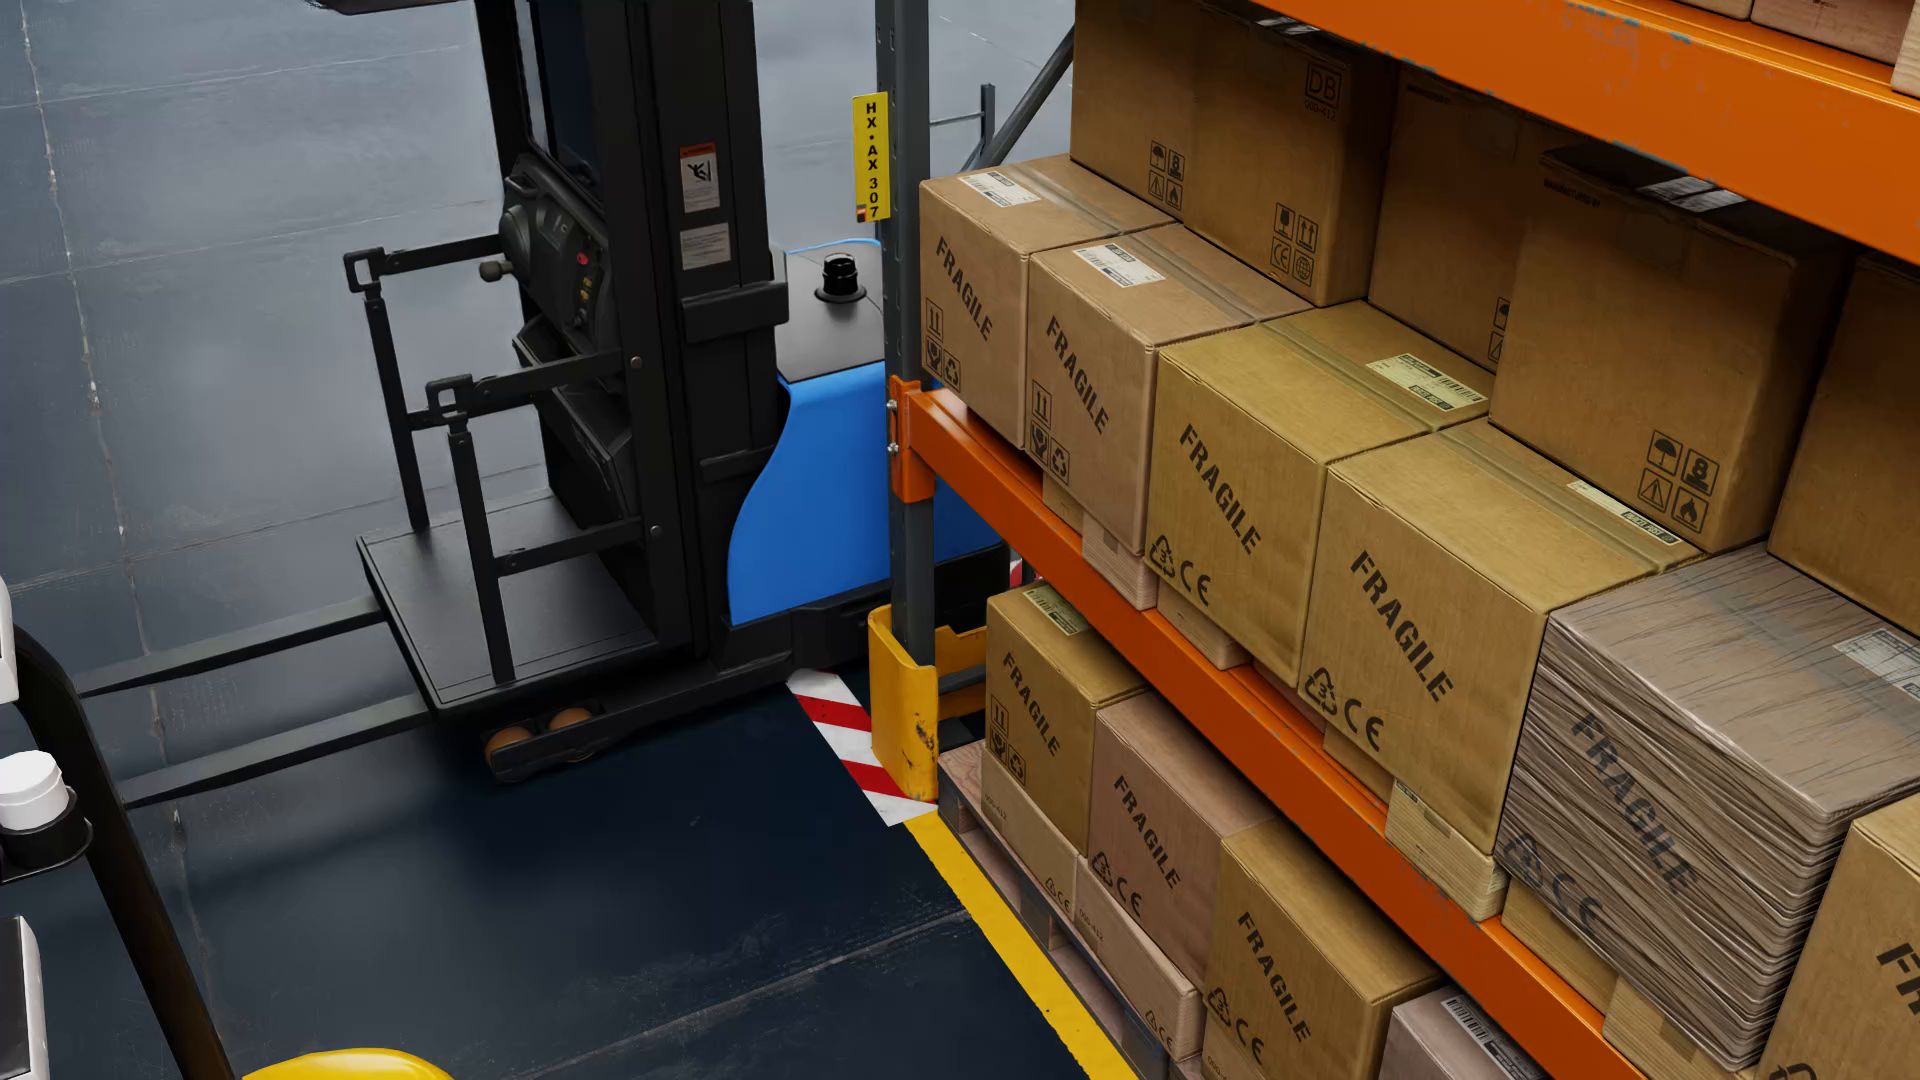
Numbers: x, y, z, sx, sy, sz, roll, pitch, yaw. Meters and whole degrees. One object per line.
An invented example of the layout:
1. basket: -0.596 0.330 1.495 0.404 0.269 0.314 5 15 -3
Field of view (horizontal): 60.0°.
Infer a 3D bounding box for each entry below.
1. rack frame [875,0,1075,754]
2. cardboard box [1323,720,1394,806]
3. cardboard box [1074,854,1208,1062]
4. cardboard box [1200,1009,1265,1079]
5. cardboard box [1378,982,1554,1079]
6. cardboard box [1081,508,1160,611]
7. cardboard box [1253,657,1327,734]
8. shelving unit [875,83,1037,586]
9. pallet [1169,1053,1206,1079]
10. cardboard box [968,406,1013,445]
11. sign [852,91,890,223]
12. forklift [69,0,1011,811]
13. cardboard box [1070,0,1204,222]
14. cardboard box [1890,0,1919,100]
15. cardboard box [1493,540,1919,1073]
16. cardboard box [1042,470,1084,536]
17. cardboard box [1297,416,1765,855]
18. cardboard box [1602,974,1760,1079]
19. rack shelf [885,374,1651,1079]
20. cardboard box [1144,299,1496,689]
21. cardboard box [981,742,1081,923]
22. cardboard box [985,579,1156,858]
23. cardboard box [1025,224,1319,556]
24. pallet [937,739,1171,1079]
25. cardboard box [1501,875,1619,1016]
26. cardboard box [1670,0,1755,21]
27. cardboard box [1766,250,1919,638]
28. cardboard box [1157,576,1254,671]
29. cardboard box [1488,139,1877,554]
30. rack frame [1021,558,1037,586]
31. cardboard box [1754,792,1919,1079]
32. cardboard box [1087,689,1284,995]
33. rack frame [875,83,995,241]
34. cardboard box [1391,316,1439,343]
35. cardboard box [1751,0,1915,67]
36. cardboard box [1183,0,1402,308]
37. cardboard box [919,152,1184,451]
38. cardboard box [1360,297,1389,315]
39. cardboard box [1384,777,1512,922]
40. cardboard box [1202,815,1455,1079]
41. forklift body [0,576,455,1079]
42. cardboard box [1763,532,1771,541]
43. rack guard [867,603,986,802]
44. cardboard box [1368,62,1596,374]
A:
1. rack frame: 0.263 -0.726 4.602 1.000 3.000 0.127 -16 36 -23
2. cardboard box: 0.921 0.350 3.156 0.380 0.149 0.250 -17 36 -24
3. cardboard box: 0.626 0.955 4.138 0.500 0.250 0.500 -15 35 -21
4. cardboard box: 0.891 1.212 3.737 0.500 0.250 0.500 -13 35 -20
5. cardboard box: 1.137 1.148 3.142 0.500 0.500 0.500 -14 35 -21
6. cardboard box: 0.498 -0.009 3.717 0.380 0.149 0.250 -15 36 -22
7. cardboard box: 0.825 0.217 3.364 0.380 0.149 0.250 -15 35 -22
8. shelving unit: 0.173 -0.729 5.997 0.538 1.500 1.048 -18 37 -26
9. pallet: 1.211 1.463 3.771 1.003 0.211 1.213 -16 36 -23
10. cardboard box: 0.238 -0.406 4.336 0.380 0.149 0.250 -16 36 -23
11. sign: -0.217 -0.954 4.156 0.100 0.325 0.005 -16 36 -23
12. forklift: -1.364 -0.819 4.812 3.031 2.935 1.130 -17 36 -24
13. cardboard box: 0.694 -1.125 3.931 0.700 0.500 0.500 -17 36 -24
14. cardboard box: 1.244 -0.543 1.769 0.380 0.149 0.250 -15 36 -22
15. cardboard box: 1.209 0.376 2.514 0.500 0.500 0.500 -15 36 -22
16. cardboard box: 0.420 -0.142 3.924 0.380 0.149 0.250 -17 36 -25
17. cardboard box: 0.966 0.132 2.894 0.500 0.500 0.500 -17 36 -24
18. cardboard box: 1.232 0.728 2.566 0.380 0.149 0.250 -16 36 -24
19. rack shelf: 1.195 0.531 3.307 1.077 0.370 4.000 -16 36 -23
20. cardboard box: 0.721 -0.108 3.270 0.500 0.500 0.500 -17 36 -24
21. cardboard box: 0.394 0.710 4.521 0.500 0.250 0.500 -16 36 -23
22. cardboard box: 0.406 0.405 4.302 0.500 0.500 0.500 -17 36 -25
23. cardboard box: 0.483 -0.351 3.649 0.500 0.500 0.500 -15 35 -22
24. pallet: 0.646 0.881 4.679 1.003 0.211 1.213 -16 36 -23
25. cardboard box: 1.139 0.598 2.768 0.380 0.149 0.250 -17 36 -24
26. cardboard box: 1.074 -0.810 2.186 0.380 0.149 0.250 -16 36 -24
27. cardboard box: 1.685 -0.166 2.433 0.700 0.500 0.500 -17 36 -24
28. cardboard box: 0.648 0.106 3.537 0.380 0.149 0.250 -15 36 -22
29. cardboard box: 1.362 -0.391 2.785 0.700 0.500 0.500 -16 36 -23
30. rack frame: 0.439 -0.495 5.632 0.500 1.500 0.032 -18 37 -26
31. cardboard box: 1.455 0.622 2.130 0.500 0.500 0.500 -15 35 -22
32. cardboard box: 0.653 0.653 3.914 0.500 0.500 0.500 -17 36 -25
33. rack frame: -0.092 -0.962 6.362 0.500 1.500 0.032 -18 37 -26
34. cardboard box: 1.219 -0.224 3.450 0.500 0.500 0.500 -16 36 -23
35. cardboard box: 1.197 -0.688 1.995 0.380 0.149 0.250 -15 36 -22
36. cardboard box: 0.923 -0.882 3.551 0.700 0.500 0.500 -16 36 -23
37. cardboard box: 0.238 -0.597 4.034 0.500 0.500 0.500 -16 36 -24
38. cardboard box: 0.989 -0.463 3.824 0.500 0.500 0.500 -16 36 -23
39. cardboard box: 0.987 0.485 2.946 0.380 0.149 0.250 -16 36 -23
40. cardboard box: 0.880 0.895 3.537 0.500 0.500 0.500 -15 36 -22
41. forklift body: -1.629 1.328 2.184 2.313 2.155 1.214 -16 36 -23
42. cardboard box: 1.439 0.023 3.065 0.500 0.500 0.500 -15 36 -23
43. rack guard: 0.298 0.363 5.220 1.175 0.500 0.348 -16 36 -23
44. cardboard box: 1.252 -0.664 3.211 0.700 0.500 0.500 -16 36 -24
